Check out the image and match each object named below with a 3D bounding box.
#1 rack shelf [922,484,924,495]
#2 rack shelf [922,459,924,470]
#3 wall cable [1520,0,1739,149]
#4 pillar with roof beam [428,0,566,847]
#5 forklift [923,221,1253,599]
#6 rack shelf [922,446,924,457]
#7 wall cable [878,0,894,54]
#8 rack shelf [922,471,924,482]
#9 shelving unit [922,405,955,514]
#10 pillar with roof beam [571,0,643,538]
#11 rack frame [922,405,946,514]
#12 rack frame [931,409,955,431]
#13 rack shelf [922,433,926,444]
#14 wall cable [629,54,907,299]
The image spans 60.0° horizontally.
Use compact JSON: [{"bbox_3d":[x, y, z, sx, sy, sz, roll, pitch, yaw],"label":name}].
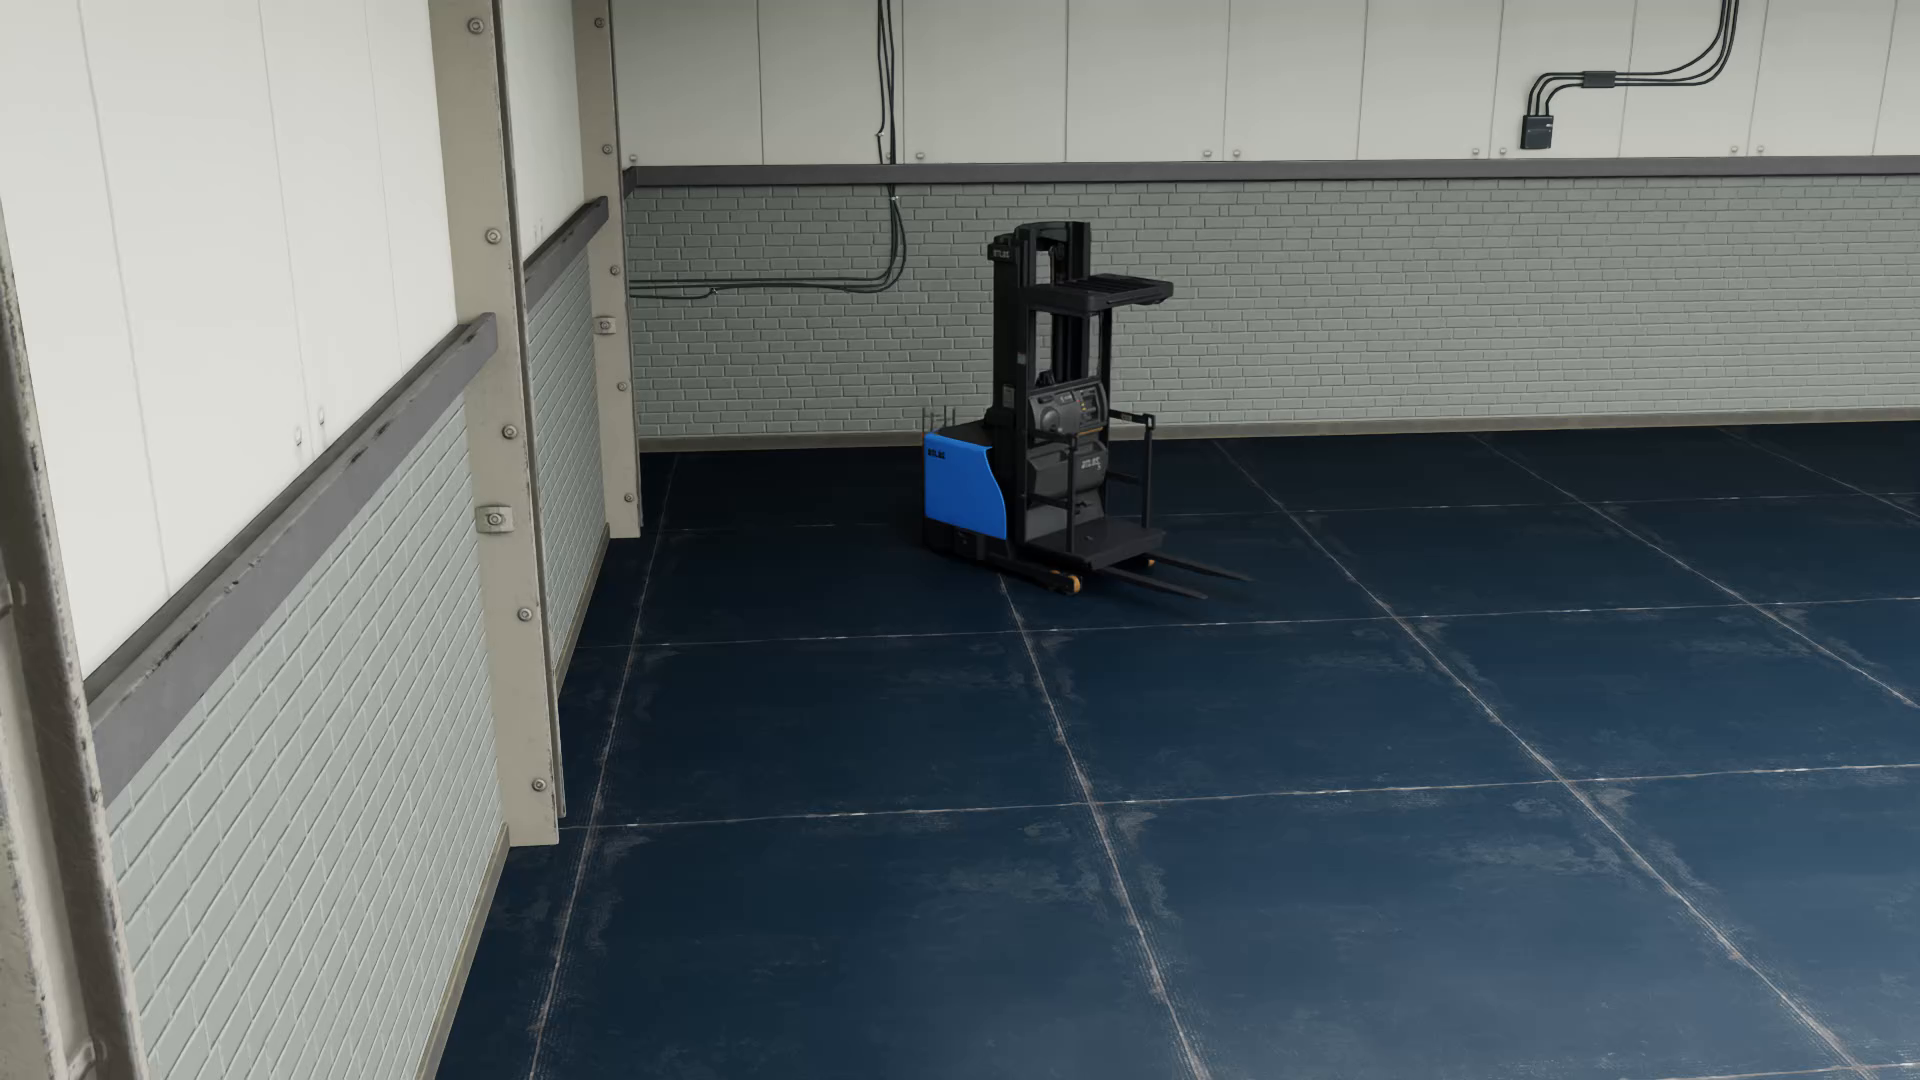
[{"bbox_3d":[-0.192,-0.457,15.251,0.258,0.103,0.180,-8,19,-25],"label":"rack shelf"},{"bbox_3d":[-0.192,-0.686,15.179,0.258,0.103,0.180,-8,19,-25],"label":"rack shelf"},{"bbox_3d":[7.332,-7.203,17.491,2.305,6.003,0.169,-2,18,-6],"label":"wall cable"},{"bbox_3d":[1.777,-2.718,8.885,9.100,9.000,0.400,-2,18,-6],"label":"pillar with roof beam"},{"bbox_3d":[1.068,-1.116,13.913,3.031,2.935,1.130,16,24,42],"label":"forklift"},{"bbox_3d":[-0.192,-0.800,15.143,0.258,0.103,0.180,-8,19,-25],"label":"rack shelf"},{"bbox_3d":[0.579,-6.303,17.056,3.097,2.526,0.112,-2,18,-6],"label":"wall cable"},{"bbox_3d":[-0.192,-0.571,15.215,0.258,0.103,0.180,-8,19,-25],"label":"rack shelf"},{"bbox_3d":[-0.192,-0.614,15.201,0.258,1.200,0.189,-8,19,-25],"label":"shelving unit"},{"bbox_3d":[1.158,-4.506,14.579,9.100,9.000,0.400,-2,18,-6],"label":"pillar with roof beam"},{"bbox_3d":[-0.232,-0.638,15.280,0.240,1.200,0.006,-8,19,-25],"label":"rack frame"},{"bbox_3d":[-0.152,-0.589,15.123,0.240,1.200,0.006,-8,19,-25],"label":"rack frame"},{"bbox_3d":[-0.192,-0.915,15.107,0.258,0.103,0.180,-8,19,-25],"label":"rack shelf"},{"bbox_3d":[-2.112,-3.810,17.546,3.097,2.526,0.112,-2,18,-6],"label":"wall cable"}]
